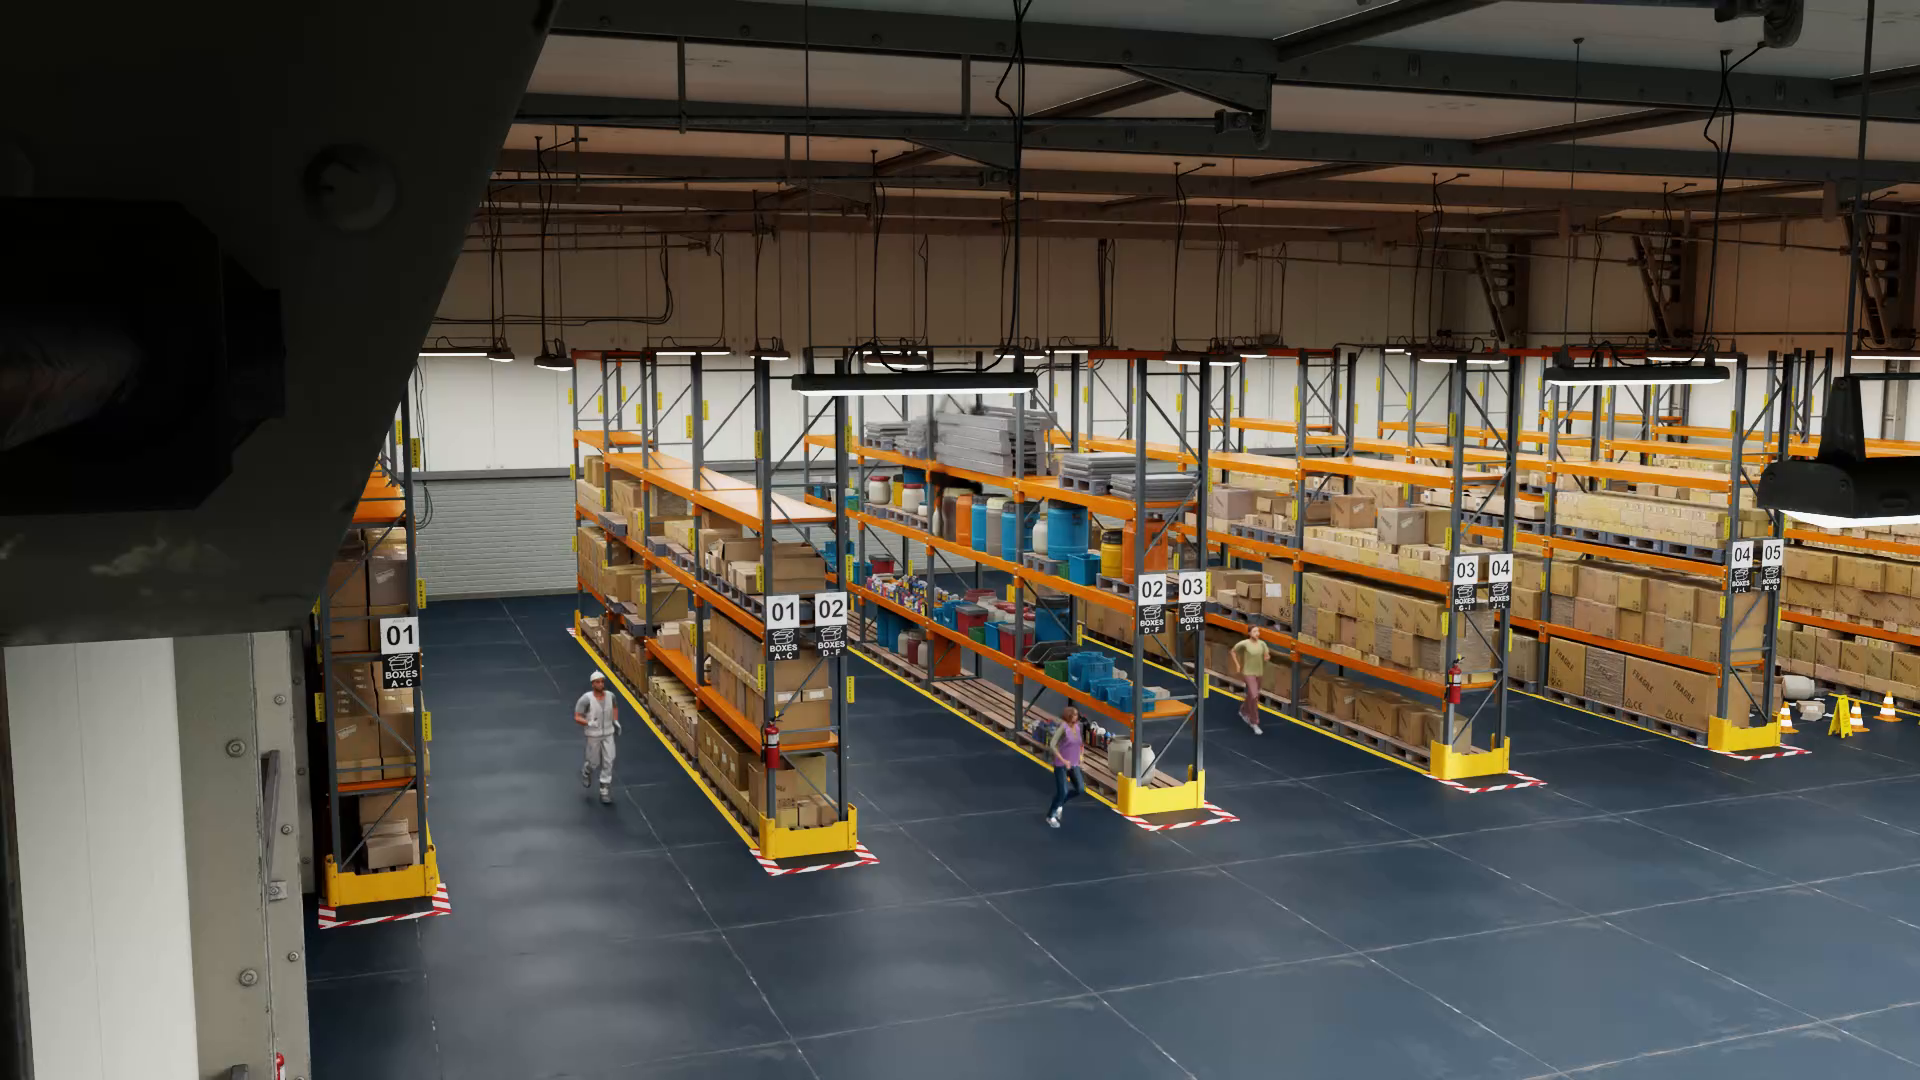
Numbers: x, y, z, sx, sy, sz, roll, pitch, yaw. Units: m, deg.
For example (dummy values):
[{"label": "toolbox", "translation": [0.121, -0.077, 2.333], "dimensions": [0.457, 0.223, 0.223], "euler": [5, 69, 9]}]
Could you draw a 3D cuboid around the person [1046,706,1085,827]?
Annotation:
[{"label": "person", "translation": [1.410, 2.926, 21.447], "dimensions": [0.603, 1.530, 0.473], "euler": [-6, 9, -40]}]

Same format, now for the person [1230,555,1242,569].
[{"label": "person", "translation": [6.882, 0.340, 41.524], "dimensions": [0.841, 1.733, 0.773], "euler": [3, 8, 21]}]

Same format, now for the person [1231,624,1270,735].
[{"label": "person", "translation": [4.681, 2.185, 26.618], "dimensions": [0.554, 1.710, 0.840], "euler": [-3, 8, -23]}]

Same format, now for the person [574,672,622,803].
[{"label": "person", "translation": [-4.927, 2.649, 22.624], "dimensions": [0.663, 1.757, 0.782], "euler": [-5, 8, -33]}]
